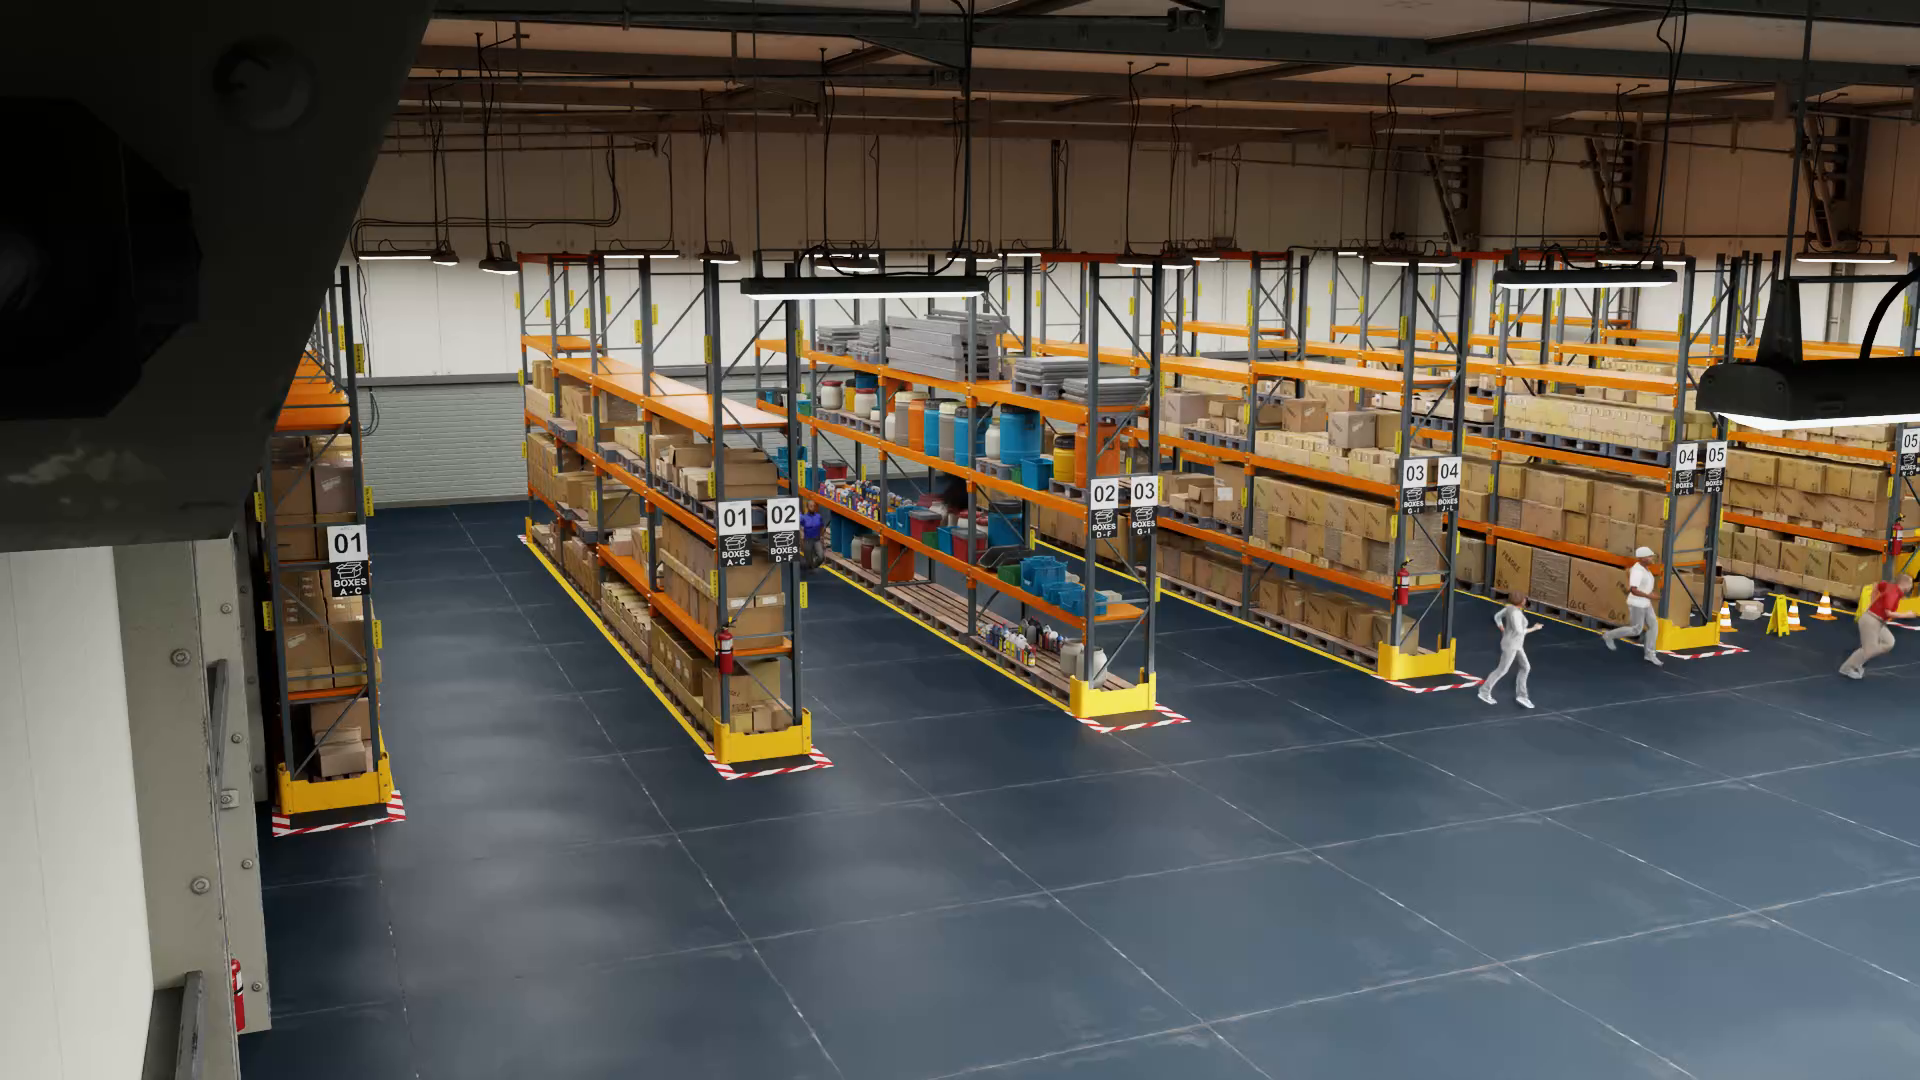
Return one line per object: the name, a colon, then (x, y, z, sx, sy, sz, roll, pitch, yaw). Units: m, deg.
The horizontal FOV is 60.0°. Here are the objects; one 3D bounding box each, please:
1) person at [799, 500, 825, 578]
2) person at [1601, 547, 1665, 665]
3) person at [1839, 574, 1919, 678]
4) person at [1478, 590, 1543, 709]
person: (-2.684, 0.007, 30.192, 0.582, 1.478, 0.736, -5, 12, -26)
person: (10.154, 0.971, 24.962, 0.922, 1.779, 0.722, 7, 12, 33)
person: (13.271, 1.227, 23.986, 0.925, 1.559, 0.700, 6, 12, 28)
person: (7.441, 1.473, 22.462, 0.786, 1.633, 0.523, 3, 11, 18)
